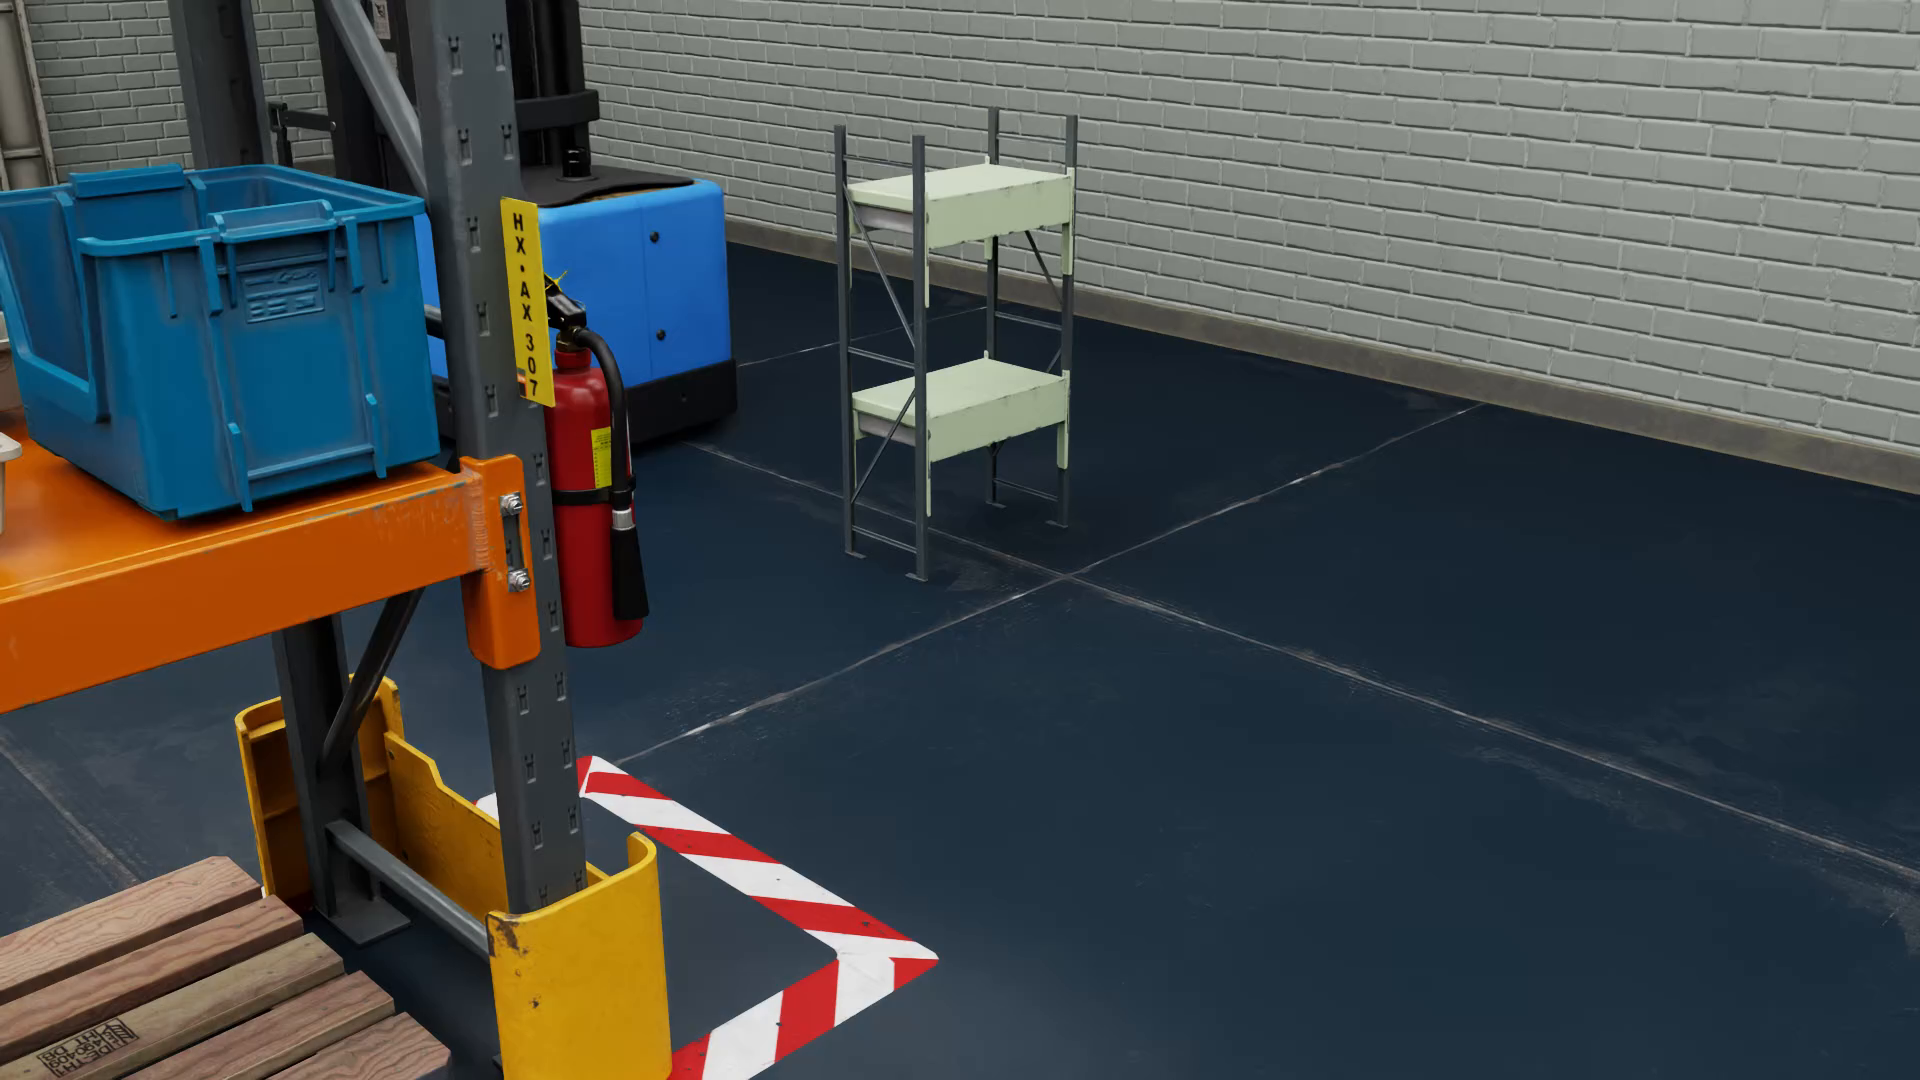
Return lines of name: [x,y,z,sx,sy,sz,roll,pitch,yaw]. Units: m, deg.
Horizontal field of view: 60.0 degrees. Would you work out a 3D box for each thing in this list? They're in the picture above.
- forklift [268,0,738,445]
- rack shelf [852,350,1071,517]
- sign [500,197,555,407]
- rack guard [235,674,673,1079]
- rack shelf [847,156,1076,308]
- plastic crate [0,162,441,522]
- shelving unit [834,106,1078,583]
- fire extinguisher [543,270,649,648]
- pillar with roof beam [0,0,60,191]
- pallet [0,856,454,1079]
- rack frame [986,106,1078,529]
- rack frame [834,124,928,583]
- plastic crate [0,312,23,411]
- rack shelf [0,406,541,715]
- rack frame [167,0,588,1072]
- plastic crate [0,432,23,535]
forklift: [-2.449,-2.077,7.393,3.031,2.935,1.130,16,26,36]
rack shelf: [-0.005,-0.394,5.918,0.431,0.370,0.720,19,28,41]
sign: [-0.688,-0.377,2.647,0.100,0.325,0.005,19,28,41]
rack guard: [-1.086,0.723,3.497,1.175,0.500,0.348,19,28,41]
rack shelf: [-0.005,-1.063,5.661,0.431,0.370,0.720,19,28,41]
plastic crate: [-1.193,-0.346,2.661,0.616,0.435,0.499,19,28,41]
shelving unit: [-0.005,-0.698,5.801,0.431,1.500,0.755,19,28,41]
fire extinguisher: [-0.662,-0.149,2.910,0.296,0.674,0.183,19,28,41]
pillar with roof beam: [-3.843,-5.547,7.964,9.100,9.000,0.400,19,28,41]
pallet: [-1.696,1.069,2.998,1.003,0.211,1.213,19,28,41]
rack frame: [0.251,-0.792,6.046,0.400,1.500,0.023,19,28,41]
rack frame: [-0.260,-0.604,5.556,0.400,1.500,0.023,19,28,41]
plastic crate: [-1.784,-0.297,2.949,0.250,0.136,0.298,19,28,41]
rack shelf: [-2.488,0.415,1.816,1.077,0.370,4.000,19,28,41]
rack frame: [-1.093,-0.434,3.024,1.000,3.000,0.127,19,28,41]
plastic crate: [-1.532,-0.084,2.397,0.396,0.136,0.243,19,28,41]
